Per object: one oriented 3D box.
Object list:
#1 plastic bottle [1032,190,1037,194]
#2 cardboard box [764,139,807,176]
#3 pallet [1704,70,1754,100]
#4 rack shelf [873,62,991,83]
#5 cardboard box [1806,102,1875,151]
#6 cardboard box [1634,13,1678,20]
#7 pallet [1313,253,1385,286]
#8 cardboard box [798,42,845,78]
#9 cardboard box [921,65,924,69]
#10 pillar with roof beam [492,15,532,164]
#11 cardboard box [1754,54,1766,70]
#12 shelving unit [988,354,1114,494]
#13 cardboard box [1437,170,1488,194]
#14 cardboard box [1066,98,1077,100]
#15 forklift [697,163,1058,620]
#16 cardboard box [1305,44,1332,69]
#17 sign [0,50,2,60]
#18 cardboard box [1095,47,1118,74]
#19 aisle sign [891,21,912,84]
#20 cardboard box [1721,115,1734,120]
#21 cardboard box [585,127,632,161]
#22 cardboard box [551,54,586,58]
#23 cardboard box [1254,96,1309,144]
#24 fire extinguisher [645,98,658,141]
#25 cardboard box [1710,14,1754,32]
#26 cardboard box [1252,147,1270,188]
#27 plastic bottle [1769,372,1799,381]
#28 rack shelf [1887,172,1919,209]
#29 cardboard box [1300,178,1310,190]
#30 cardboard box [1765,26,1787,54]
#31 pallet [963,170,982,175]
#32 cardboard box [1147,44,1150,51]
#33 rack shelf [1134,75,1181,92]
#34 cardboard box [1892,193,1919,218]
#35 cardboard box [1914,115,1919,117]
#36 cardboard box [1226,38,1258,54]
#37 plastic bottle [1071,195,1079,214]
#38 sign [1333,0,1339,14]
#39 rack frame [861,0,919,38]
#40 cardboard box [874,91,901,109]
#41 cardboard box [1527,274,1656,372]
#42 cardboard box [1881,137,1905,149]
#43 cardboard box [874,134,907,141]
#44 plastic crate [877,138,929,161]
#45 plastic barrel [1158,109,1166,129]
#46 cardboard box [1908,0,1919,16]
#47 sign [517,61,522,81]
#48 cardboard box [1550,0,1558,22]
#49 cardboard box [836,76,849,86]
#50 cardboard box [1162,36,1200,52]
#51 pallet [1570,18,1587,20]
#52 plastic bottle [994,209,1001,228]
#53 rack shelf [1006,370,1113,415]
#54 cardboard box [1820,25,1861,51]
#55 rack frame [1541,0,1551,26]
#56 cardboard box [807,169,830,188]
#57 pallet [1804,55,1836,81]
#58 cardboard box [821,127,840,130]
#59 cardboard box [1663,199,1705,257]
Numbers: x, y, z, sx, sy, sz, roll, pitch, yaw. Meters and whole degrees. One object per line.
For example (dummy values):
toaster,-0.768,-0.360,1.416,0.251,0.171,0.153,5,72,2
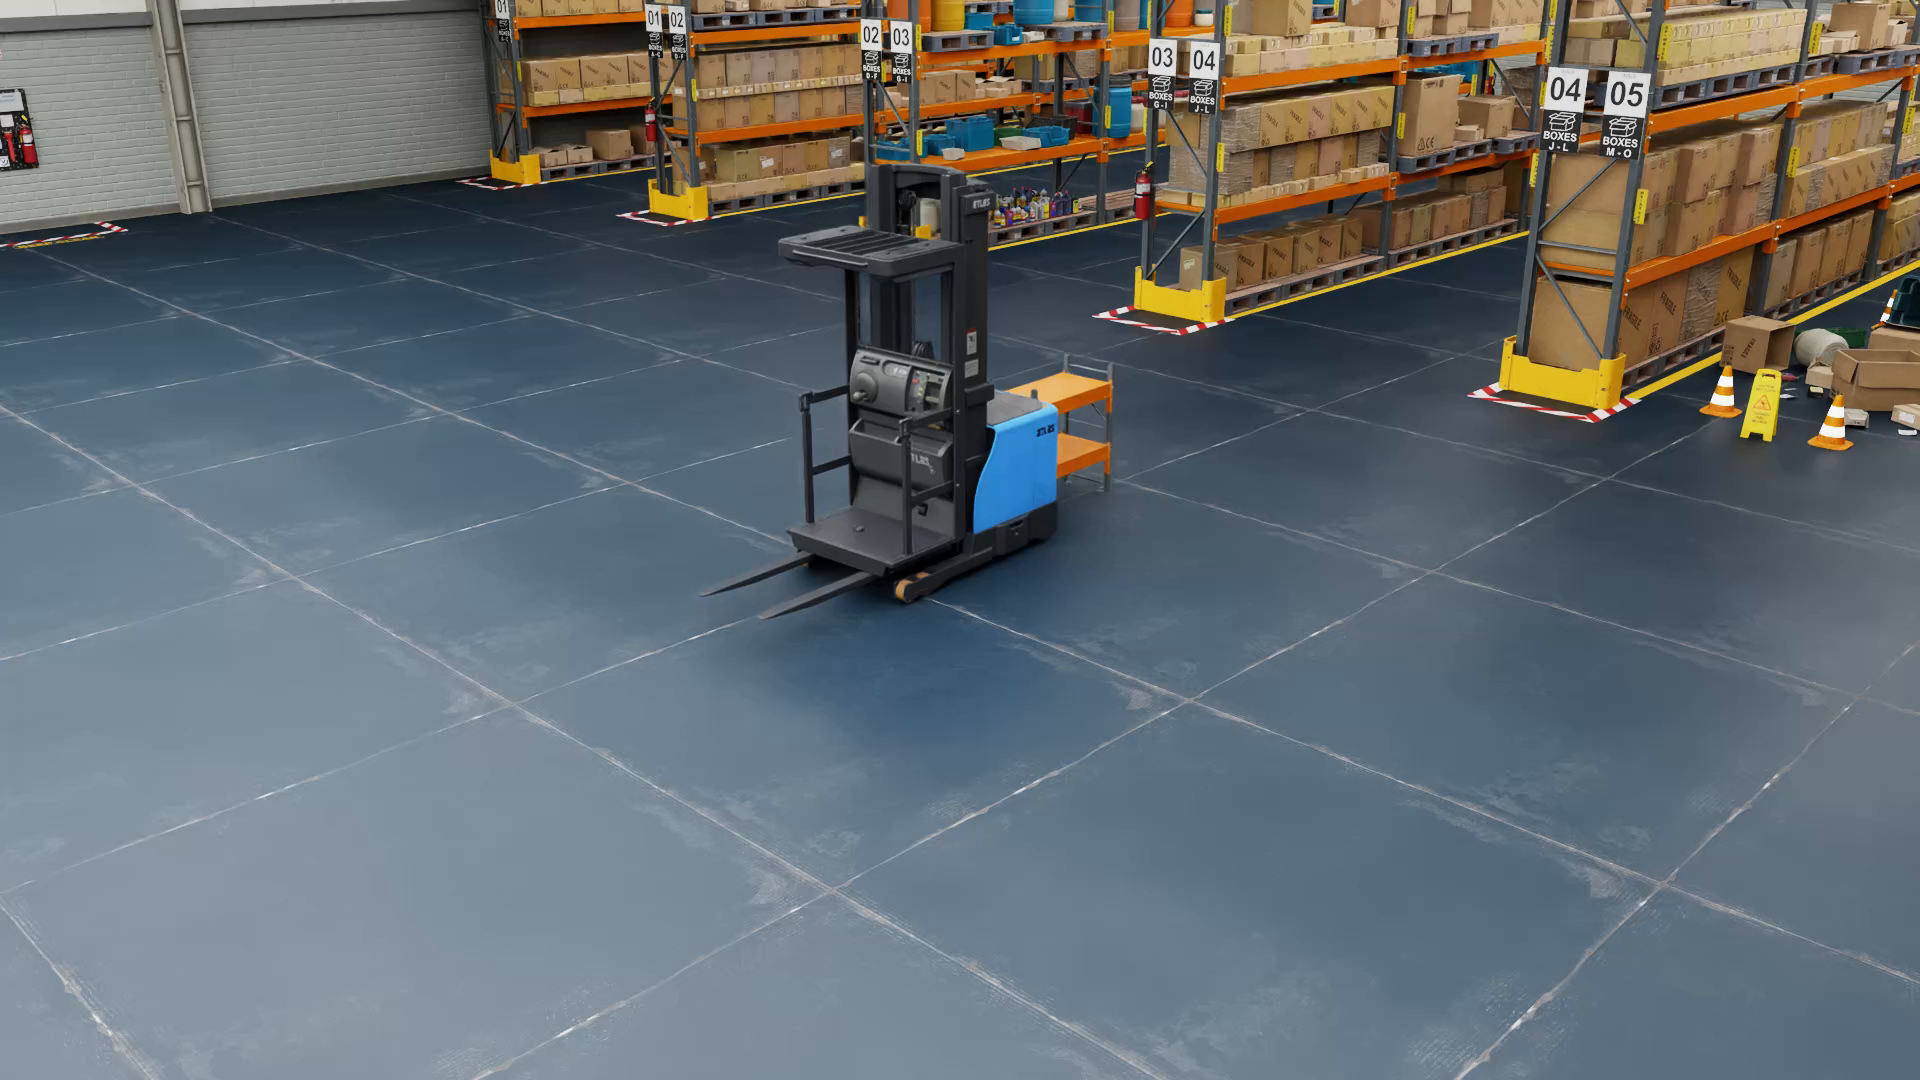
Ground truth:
plastic bottle,1.108,-5.284,25.824,0.135,0.276,0.152,-19,28,-40
cardboard box,-2.905,-6.354,27.627,0.500,0.500,0.500,19,28,41
pallet,7.453,-4.744,17.179,1.003,0.211,1.213,19,28,41
rack shelf,-1.062,-10.098,36.169,1.077,0.370,4.000,19,28,41
cardboard box,11.000,-5.203,20.898,0.700,0.500,0.500,19,28,40
cardboard box,7.148,-5.338,17.115,0.380,0.149,0.250,20,28,41
pallet,4.956,-3.689,22.379,1.003,0.211,1.213,19,28,41
cardboard box,-2.353,-8.059,27.913,0.700,0.500,0.500,19,28,41
cardboard box,-1.000,-10.236,35.846,0.380,0.149,0.250,19,28,41
pillar with roof beam,-5.085,-9.983,26.504,9.100,9.000,0.400,19,28,41
cardboard box,8.149,-4.996,17.336,0.250,0.149,0.380,-20,28,-41
shelving unit,0.742,-0.843,13.701,0.538,1.125,1.048,17,27,38
cardboard box,7.381,-5.271,24.432,0.500,0.250,0.500,-16,26,-36
cardboard box,2.358,-10.672,39.558,0.700,0.500,0.500,19,28,40
forklift,-0.574,-1.121,11.905,1.130,2.935,3.031,17,27,38
cardboard box,4.193,-5.929,20.347,0.500,0.250,0.500,-19,28,-40
sign,-14.184,-7.197,24.386,0.001,0.298,0.199,19,28,41
cardboard box,2.696,-9.482,32.839,0.700,0.500,0.500,12,24,27
aisle sign,-0.781,-6.505,22.195,0.394,0.787,0.004,19,28,41
cardboard box,13.381,-7.277,30.202,0.875,0.875,0.875,19,28,41
cardboard box,-6.546,-7.380,30.965,0.700,0.500,0.500,17,27,37
cardboard box,-7.146,-8.588,30.373,0.500,0.500,0.500,18,28,39
cardboard box,3.889,-5.125,20.280,0.500,0.500,0.500,19,28,41
fire extinguisher,-4.902,-6.674,26.366,0.296,0.674,0.183,19,28,41
cardboard box,7.796,-5.238,16.856,0.380,0.149,0.250,20,29,41
cardboard box,3.275,-4.623,20.367,0.875,0.500,0.500,19,28,41
plastic bottle,8.646,-1.714,17.450,0.283,0.061,0.133,9,23,23
rack shelf,13.068,-5.112,23.195,1.077,0.370,4.000,19,28,41
cardboard box,4.173,-4.499,20.950,0.380,0.149,0.250,19,28,41
cardboard box,8.370,-5.296,17.561,0.500,0.250,0.500,19,28,40
pallet,-0.359,-6.865,30.642,1.003,0.211,1.213,19,28,41
cardboard box,4.052,-10.417,34.463,0.500,0.500,0.500,19,28,41
rack shelf,5.280,-9.887,35.621,1.077,0.370,4.000,19,28,41
cardboard box,12.681,-4.560,22.610,0.500,0.250,0.500,19,28,40
cardboard box,13.050,-5.698,22.654,0.250,0.149,0.380,-19,28,-40
cardboard box,3.216,-5.716,19.237,0.250,0.149,0.380,-19,28,-41
plastic bottle,1.751,-5.143,25.448,0.133,0.283,0.061,-18,28,-39
sign,4.999,-7.136,22.008,0.100,0.325,0.005,19,28,41
rack frame,-0.940,-8.184,21.824,1.000,3.000,0.127,19,28,41
cardboard box,-1.384,-7.720,29.188,0.500,0.250,0.500,-18,27,-39
cardboard box,6.517,-2.272,17.181,0.875,0.875,0.875,19,28,41
cardboard box,12.153,-5.225,21.837,0.250,0.149,0.380,-19,28,-40
cardboard box,-1.261,-7.138,29.931,0.500,0.311,0.500,-19,28,-41
plastic crate,-0.805,-5.518,23.457,0.499,0.251,0.616,19,28,41
plastic barrel,3.187,-6.855,26.539,0.433,0.535,0.433,0,21,0
cardboard box,12.512,-6.905,21.471,0.396,0.266,0.258,19,28,41
sign,-7.650,-8.132,28.843,0.100,0.325,0.005,19,28,41
cardboard box,8.563,-8.020,24.849,0.637,0.503,0.797,-18,27,-39
cardboard box,-2.087,-7.748,28.007,0.380,0.149,0.250,18,28,39
cardboard box,2.579,-5.810,19.482,0.380,0.149,0.250,19,28,41
pallet,9.379,-7.980,25.737,1.213,0.211,1.003,-19,28,-40
plastic bottle,0.548,-4.704,24.321,0.097,0.271,0.097,0,21,0
rack shelf,0.742,-1.117,13.596,0.538,0.278,1.000,17,27,38
cardboard box,10.339,-5.913,19.559,0.396,0.266,0.258,19,28,41
rack frame,8.189,-9.001,23.949,1.000,3.000,0.127,19,28,41
cardboard box,-2.557,-6.133,28.097,0.500,0.250,0.500,19,28,41
pallet,9.486,-5.464,19.195,0.805,0.209,1.217,18,27,39
cardboard box,-2.922,-8.760,34.556,0.500,0.500,0.700,-20,29,-41
cardboard box,7.167,-3.313,17.304,0.875,0.550,0.550,19,28,41
